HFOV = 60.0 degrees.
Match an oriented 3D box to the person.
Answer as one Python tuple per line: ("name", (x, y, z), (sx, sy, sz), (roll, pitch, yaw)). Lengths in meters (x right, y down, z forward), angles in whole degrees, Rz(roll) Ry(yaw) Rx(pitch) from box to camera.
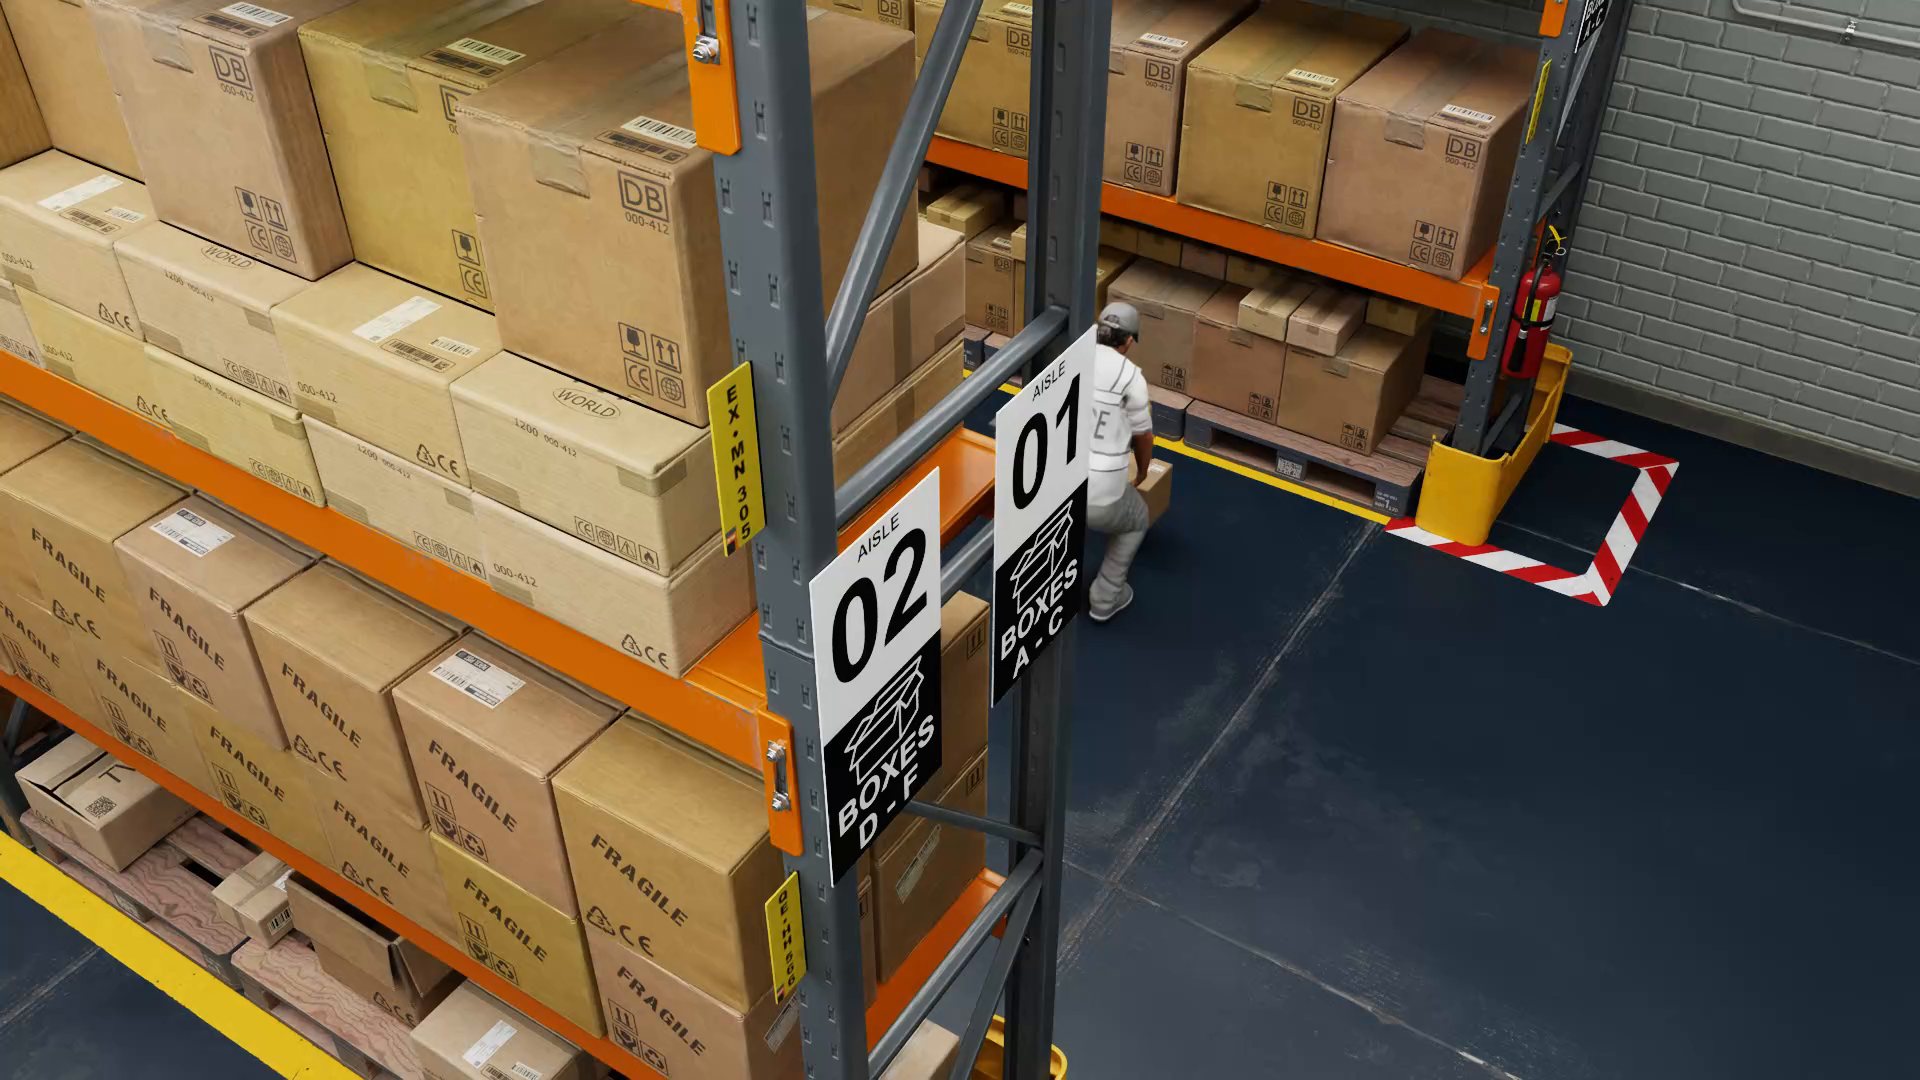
("person", (0.557, -0.316, 7.268), (0.532, 1.432, 0.691), (22, 44, 25))
